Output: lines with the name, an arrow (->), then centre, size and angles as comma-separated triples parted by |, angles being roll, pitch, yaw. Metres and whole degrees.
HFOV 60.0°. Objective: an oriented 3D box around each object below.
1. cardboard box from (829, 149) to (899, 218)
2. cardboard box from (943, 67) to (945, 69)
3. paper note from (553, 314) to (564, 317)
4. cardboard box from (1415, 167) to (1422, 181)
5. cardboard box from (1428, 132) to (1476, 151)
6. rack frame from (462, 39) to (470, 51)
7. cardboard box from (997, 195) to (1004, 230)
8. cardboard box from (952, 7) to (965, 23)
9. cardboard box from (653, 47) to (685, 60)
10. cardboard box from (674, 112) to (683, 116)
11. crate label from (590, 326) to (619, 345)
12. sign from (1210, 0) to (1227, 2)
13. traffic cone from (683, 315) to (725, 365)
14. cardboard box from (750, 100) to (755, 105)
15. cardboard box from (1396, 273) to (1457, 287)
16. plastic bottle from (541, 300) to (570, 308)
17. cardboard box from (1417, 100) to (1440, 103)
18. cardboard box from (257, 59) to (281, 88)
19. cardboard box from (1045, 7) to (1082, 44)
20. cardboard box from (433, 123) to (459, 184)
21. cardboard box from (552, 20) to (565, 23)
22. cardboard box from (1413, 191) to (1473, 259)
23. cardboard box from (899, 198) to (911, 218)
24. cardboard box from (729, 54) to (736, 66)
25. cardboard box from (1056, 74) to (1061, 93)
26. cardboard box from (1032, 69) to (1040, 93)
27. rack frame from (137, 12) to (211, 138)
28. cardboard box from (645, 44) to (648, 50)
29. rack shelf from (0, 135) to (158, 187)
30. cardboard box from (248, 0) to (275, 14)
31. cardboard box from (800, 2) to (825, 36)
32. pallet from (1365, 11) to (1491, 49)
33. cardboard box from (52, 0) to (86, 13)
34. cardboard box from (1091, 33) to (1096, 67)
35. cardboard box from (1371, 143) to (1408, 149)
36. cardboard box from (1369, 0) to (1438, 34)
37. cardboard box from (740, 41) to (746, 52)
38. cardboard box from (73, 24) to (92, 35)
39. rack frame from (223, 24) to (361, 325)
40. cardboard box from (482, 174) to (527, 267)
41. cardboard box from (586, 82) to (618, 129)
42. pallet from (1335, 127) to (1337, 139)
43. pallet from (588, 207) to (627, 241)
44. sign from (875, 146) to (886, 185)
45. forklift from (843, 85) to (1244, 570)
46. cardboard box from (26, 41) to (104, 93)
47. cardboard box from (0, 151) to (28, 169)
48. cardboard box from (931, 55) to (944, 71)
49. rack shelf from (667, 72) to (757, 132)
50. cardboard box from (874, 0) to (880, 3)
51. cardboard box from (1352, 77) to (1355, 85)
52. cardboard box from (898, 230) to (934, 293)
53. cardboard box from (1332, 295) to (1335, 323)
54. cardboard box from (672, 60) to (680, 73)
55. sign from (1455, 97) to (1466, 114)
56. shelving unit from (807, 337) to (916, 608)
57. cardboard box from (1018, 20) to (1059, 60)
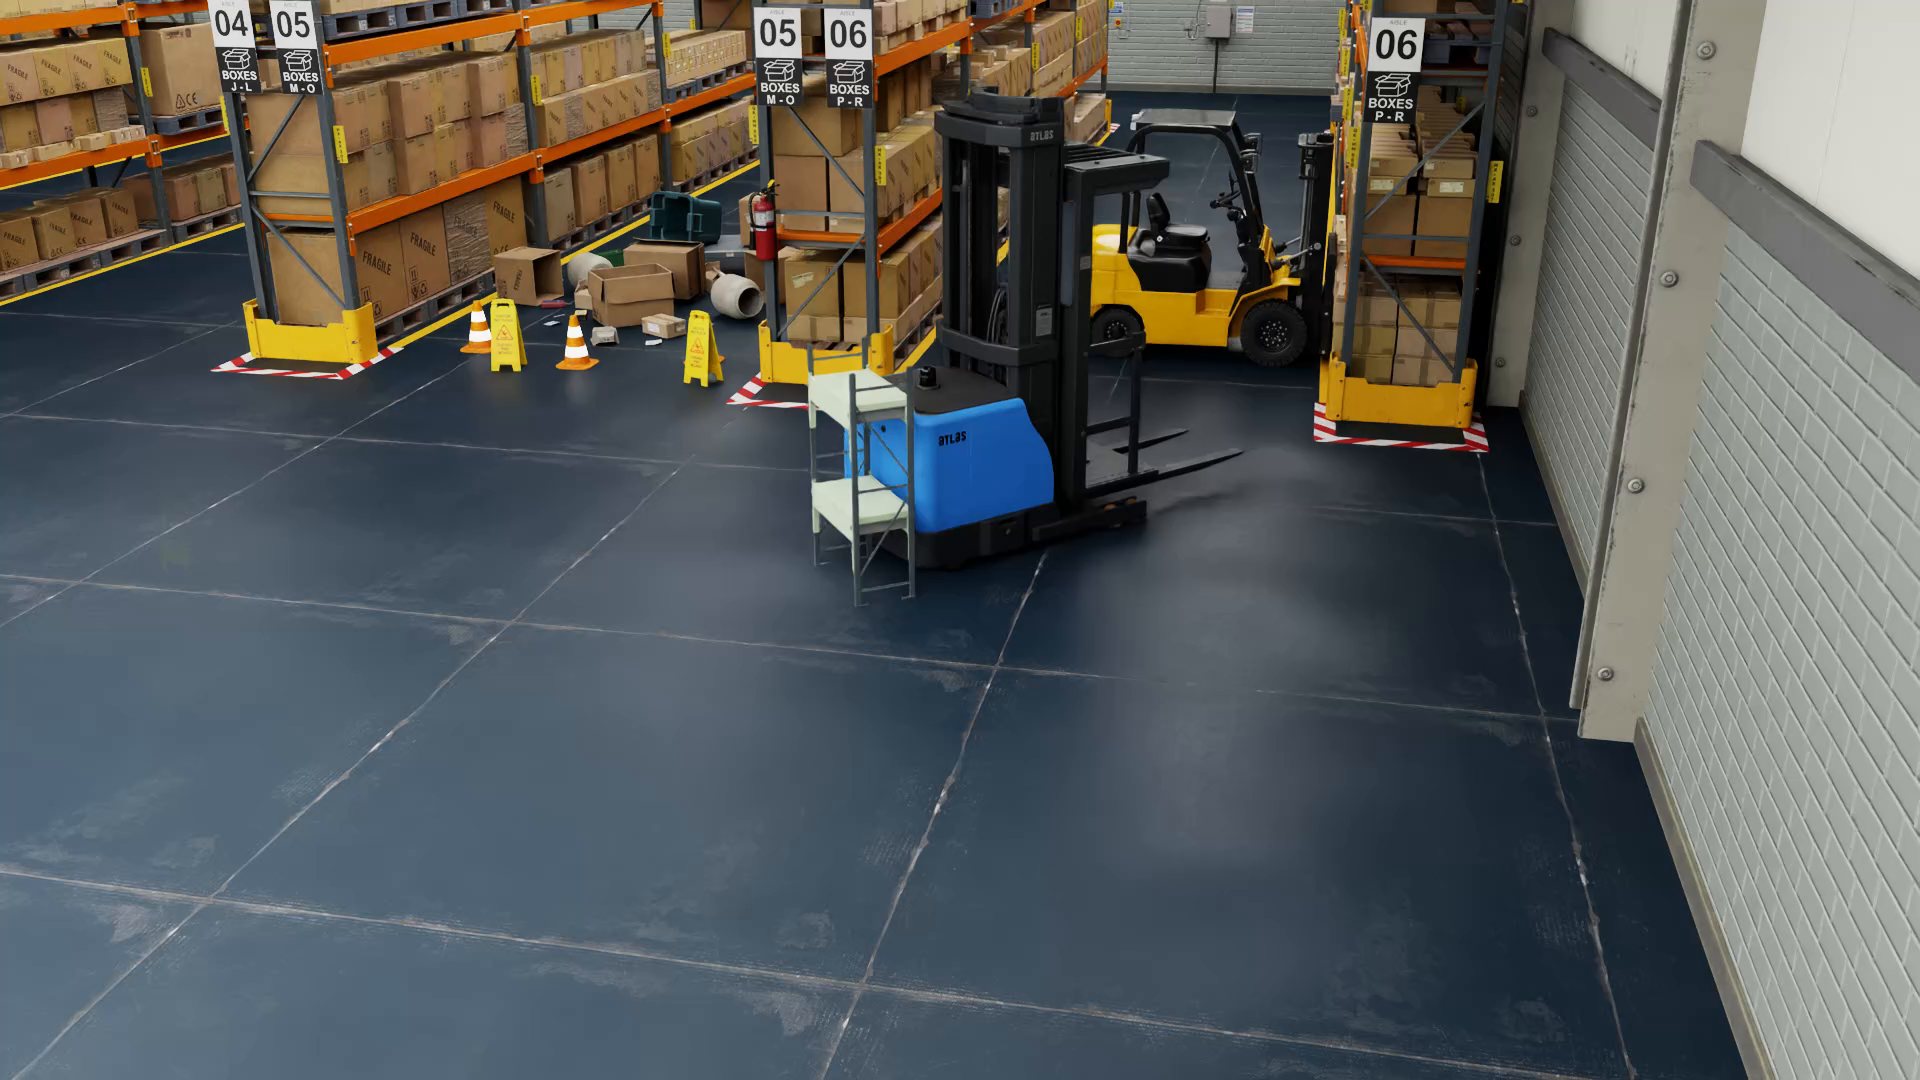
cardboard box -> -0.837, -3.133, 14.586 | 0.500, 0.500, 0.500 | 4, 22, 10
cardboard box -> -0.308, -5.195, 19.143 | 0.500, 0.500, 0.500 | 5, 23, 13
paper note -> -4.110, -2.300, 17.052 | 0.032, 0.001, 0.123 | 18, 28, 38
cardboard box -> 4.024, -3.059, 13.931 | 0.380, 0.149, 0.250 | 4, 22, 10
cardboard box -> 4.303, -3.478, 14.575 | 0.380, 0.149, 0.250 | 4, 22, 10
rack frame -> -8.458, -7.941, 27.055 | 1.000, 3.000, 0.127 | 4, 22, 11
cardboard box -> -0.001, -3.945, 20.090 | 0.950, 0.372, 0.625 | 5, 23, 13
cardboard box -> -0.154, -5.396, 17.057 | 0.380, 0.149, 0.250 | 5, 22, 11
cardboard box -> -4.049, -6.759, 23.099 | 0.380, 0.149, 0.250 | 4, 22, 11
cardboard box -> -4.345, -6.086, 24.231 | 0.500, 0.250, 0.500 | 5, 22, 12
crate label -> -3.437, -1.977, 16.079 | 0.250, 0.136, 0.298 | -7, 23, -17
sign -> 5.202, -10.962, 33.451 | 0.339, 0.242, 0.001 | 4, 22, 11
traffic cone -> -2.380, -1.876, 15.391 | 0.336, 0.463, 0.334 | 4, 22, 11
cardboard box -> -3.611, -7.307, 27.939 | 0.380, 0.149, 0.250 | 4, 22, 9
cardboard box -> 4.036, -2.147, 14.450 | 0.500, 0.250, 0.500 | 4, 22, 11
plastic bottle -> -4.230, -2.470, 17.405 | 0.283, 0.061, 0.133 | -3, 22, -8
cardboard box -> 4.942, -4.623, 17.814 | 0.380, 0.149, 0.250 | 4, 22, 10
cardboard box -> -9.361, -6.307, 22.302 | 0.700, 0.500, 0.500 | 8, 23, 19
cardboard box -> 1.578, -7.851, 25.361 | 0.500, 0.500, 0.500 | 5, 22, 11
cardboard box -> -5.645, -3.941, 16.923 | 0.875, 0.550, 0.500 | 4, 22, 11
cardboard box -> -7.484, -9.622, 30.028 | 0.500, 0.500, 0.500 | 5, 22, 12
cardboard box -> 4.028, -2.626, 13.725 | 0.500, 0.500, 0.500 | 5, 23, 13
cardboard box -> -0.665, -3.062, 15.278 | 0.380, 0.149, 0.250 | 5, 22, 12
cardboard box -> -3.616, -7.258, 25.133 | 0.380, 0.149, 0.250 | 4, 22, 11
cardboard box -> 1.172, -6.563, 23.836 | 0.500, 0.250, 0.500 | 4, 22, 9
cardboard box -> 0.772, -6.051, 21.895 | 0.500, 0.250, 0.500 | 4, 22, 11
rack frame -> -13.307, -8.318, 27.993 | 1.000, 3.000, 0.127 | 4, 22, 11
cardboard box -> -4.630, -6.917, 23.490 | 0.380, 0.149, 0.250 | 5, 22, 13
rack shelf -> -10.499, -3.950, 18.109 | 1.077, 0.370, 4.000 | 4, 22, 11
cardboard box -> -6.336, -4.801, 14.883 | 0.380, 0.149, 0.250 | 4, 22, 11
cardboard box -> -1.365, -4.464, 14.211 | 0.500, 0.250, 0.500 | 4, 22, 10
pallet -> 4.071, -4.474, 14.551 | 1.003, 0.211, 1.213 | 4, 22, 11
cardboard box -> -10.045, -5.960, 18.323 | 0.500, 0.250, 0.500 | 5, 22, 12
cardboard box -> 1.915, -7.937, 26.912 | 0.500, 0.500, 0.500 | 5, 22, 13
cardboard box -> 3.568, -3.242, 13.989 | 0.380, 0.149, 0.250 | 5, 22, 12
cardboard box -> 3.506, -4.279, 13.119 | 0.500, 0.500, 0.500 | 5, 23, 13
cardboard box -> -3.511, -7.582, 25.539 | 0.380, 0.149, 0.250 | 5, 23, 13
cardboard box -> -17.164, -10.022, 32.089 | 0.500, 0.500, 0.500 | 5, 23, 13
rack frame -> -6.072, -3.137, 15.128 | 1.000, 3.000, 0.127 | 4, 22, 11
cardboard box -> -5.452, -3.585, 18.521 | 0.875, 0.875, 0.875 | 5, 22, 12
cardboard box -> -4.574, -5.371, 20.541 | 0.500, 0.500, 0.500 | 5, 22, 12
pallet -> 6.742, -6.658, 27.604 | 1.003, 0.211, 1.213 | 4, 22, 11
pallet -> -4.925, -4.042, 21.107 | 1.003, 0.211, 1.213 | 4, 22, 11
sign -> -0.674, -3.157, 14.018 | 0.100, 0.325, 0.005 | 4, 22, 11
forklift -> 0.695, -1.583, 11.360 | 3.031, 2.935, 1.130 | -15, 26, -33
cardboard box -> -10.014, -5.295, 18.615 | 0.500, 0.500, 0.500 | 4, 22, 11
cardboard box -> -10.214, -4.063, 17.763 | 0.380, 0.149, 0.250 | 4, 22, 11
cardboard box -> -0.388, -5.379, 18.731 | 0.380, 0.149, 0.250 | 4, 22, 9
rack shelf -> -4.031, -6.461, 24.343 | 1.077, 0.370, 4.000 | 4, 22, 11
cardboard box -> -0.897, -4.649, 14.136 | 0.380, 0.149, 0.250 | 4, 22, 11
cardboard box -> 4.853, -5.405, 19.757 | 0.380, 0.149, 0.250 | 5, 22, 12
cardboard box -> -0.553, -2.721, 16.209 | 0.500, 0.500, 0.500 | 5, 22, 12
cardboard box -> 3.646, -2.146, 15.116 | 0.500, 0.250, 0.500 | 4, 22, 10
cardboard box -> -4.091, -6.540, 22.953 | 0.380, 0.149, 0.250 | 6, 23, 13
sign -> 5.015, -4.279, 16.699 | 0.100, 0.325, 0.005 | 4, 22, 11
shelving unit -> -0.619, -0.431, 10.417 | 0.431, 1.500, 0.755 | -10, 24, -23
cardboard box -> 1.086, -6.949, 23.120 | 0.500, 0.500, 0.500 | 5, 22, 12
